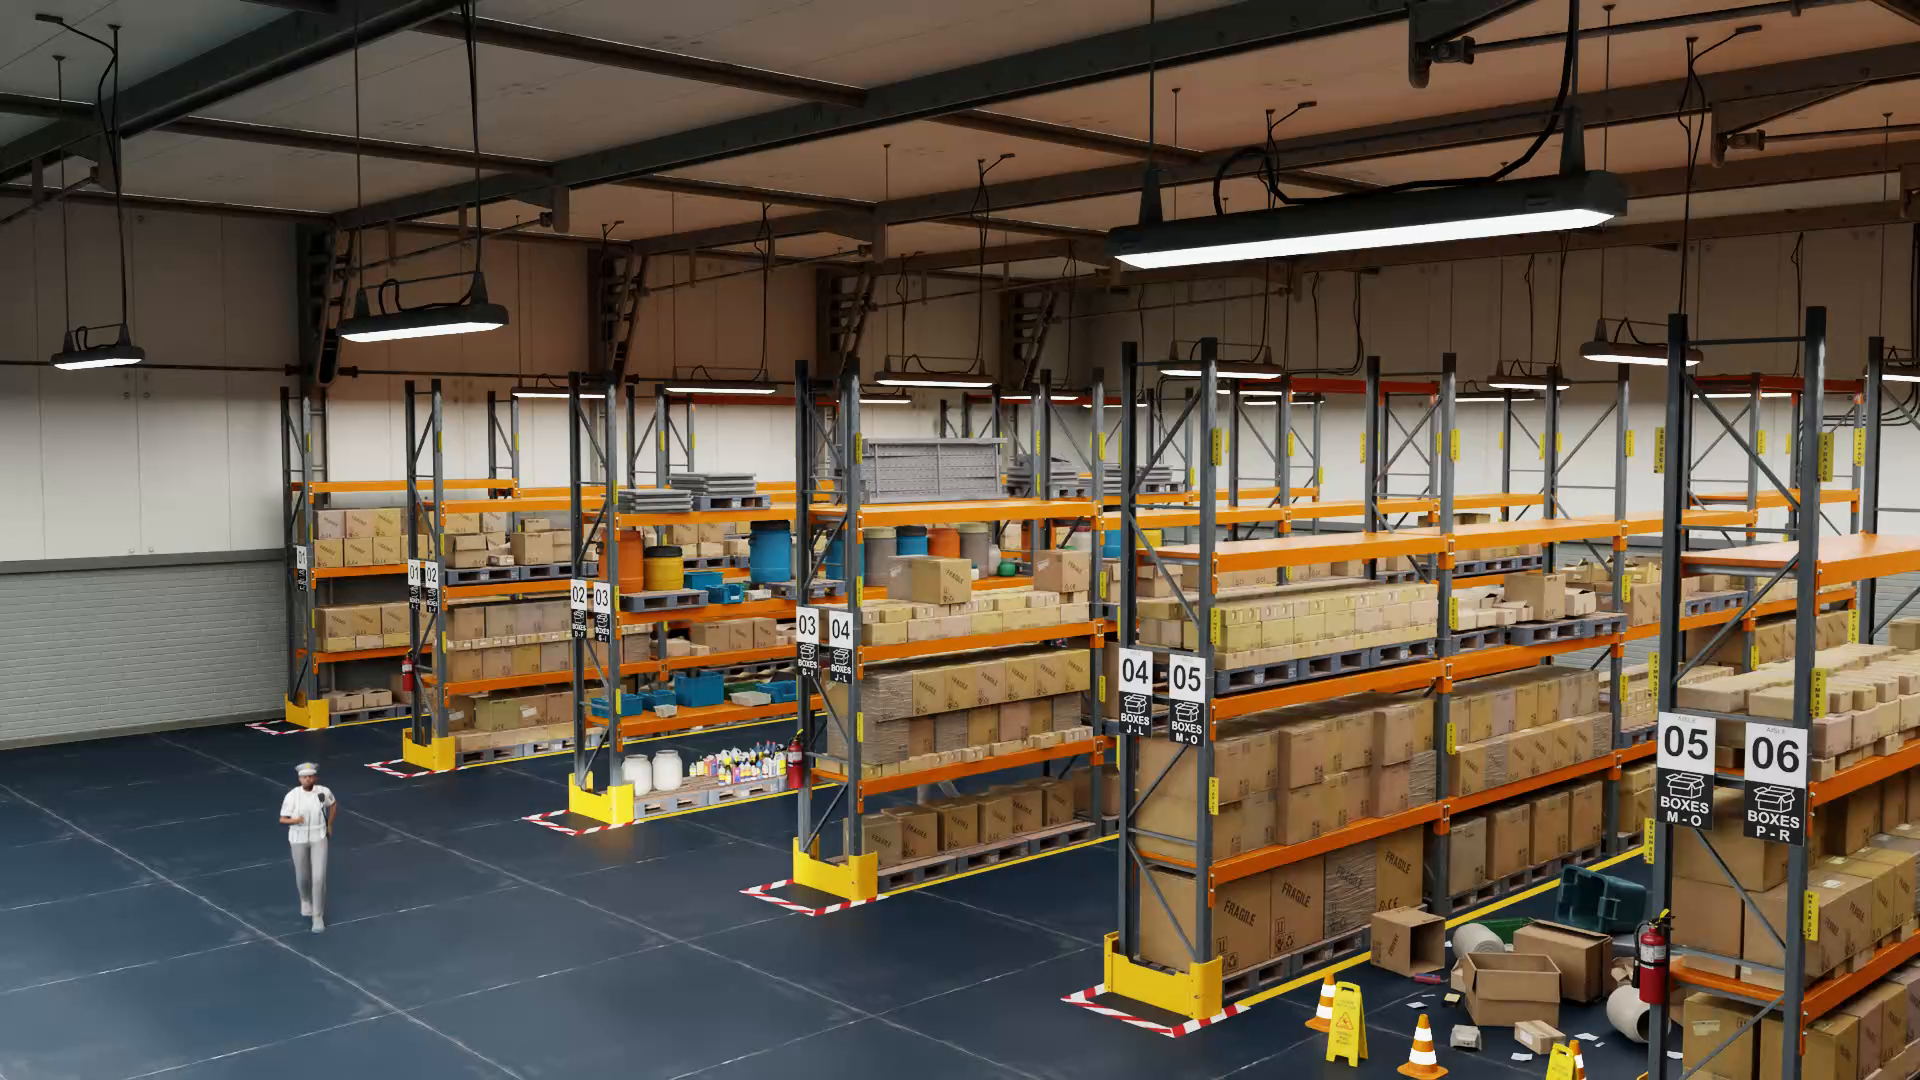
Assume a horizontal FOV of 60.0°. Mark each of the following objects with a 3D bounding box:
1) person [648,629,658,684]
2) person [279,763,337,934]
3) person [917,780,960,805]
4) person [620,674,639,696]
[{"bbox_3d":[-5.631,2.408,31.151,0.507,1.539,0.512,3,5,40],"label":"person"},{"bbox_3d":[-6.826,3.177,17.446,0.570,1.719,0.850,-1,4,-21],"label":"person"},{"bbox_3d":[-0.281,2.913,22.127,0.839,1.703,0.559,-3,5,-42],"label":"person"},{"bbox_3d":[-6.129,2.324,30.375,0.701,1.765,0.972,3,5,38],"label":"person"}]
